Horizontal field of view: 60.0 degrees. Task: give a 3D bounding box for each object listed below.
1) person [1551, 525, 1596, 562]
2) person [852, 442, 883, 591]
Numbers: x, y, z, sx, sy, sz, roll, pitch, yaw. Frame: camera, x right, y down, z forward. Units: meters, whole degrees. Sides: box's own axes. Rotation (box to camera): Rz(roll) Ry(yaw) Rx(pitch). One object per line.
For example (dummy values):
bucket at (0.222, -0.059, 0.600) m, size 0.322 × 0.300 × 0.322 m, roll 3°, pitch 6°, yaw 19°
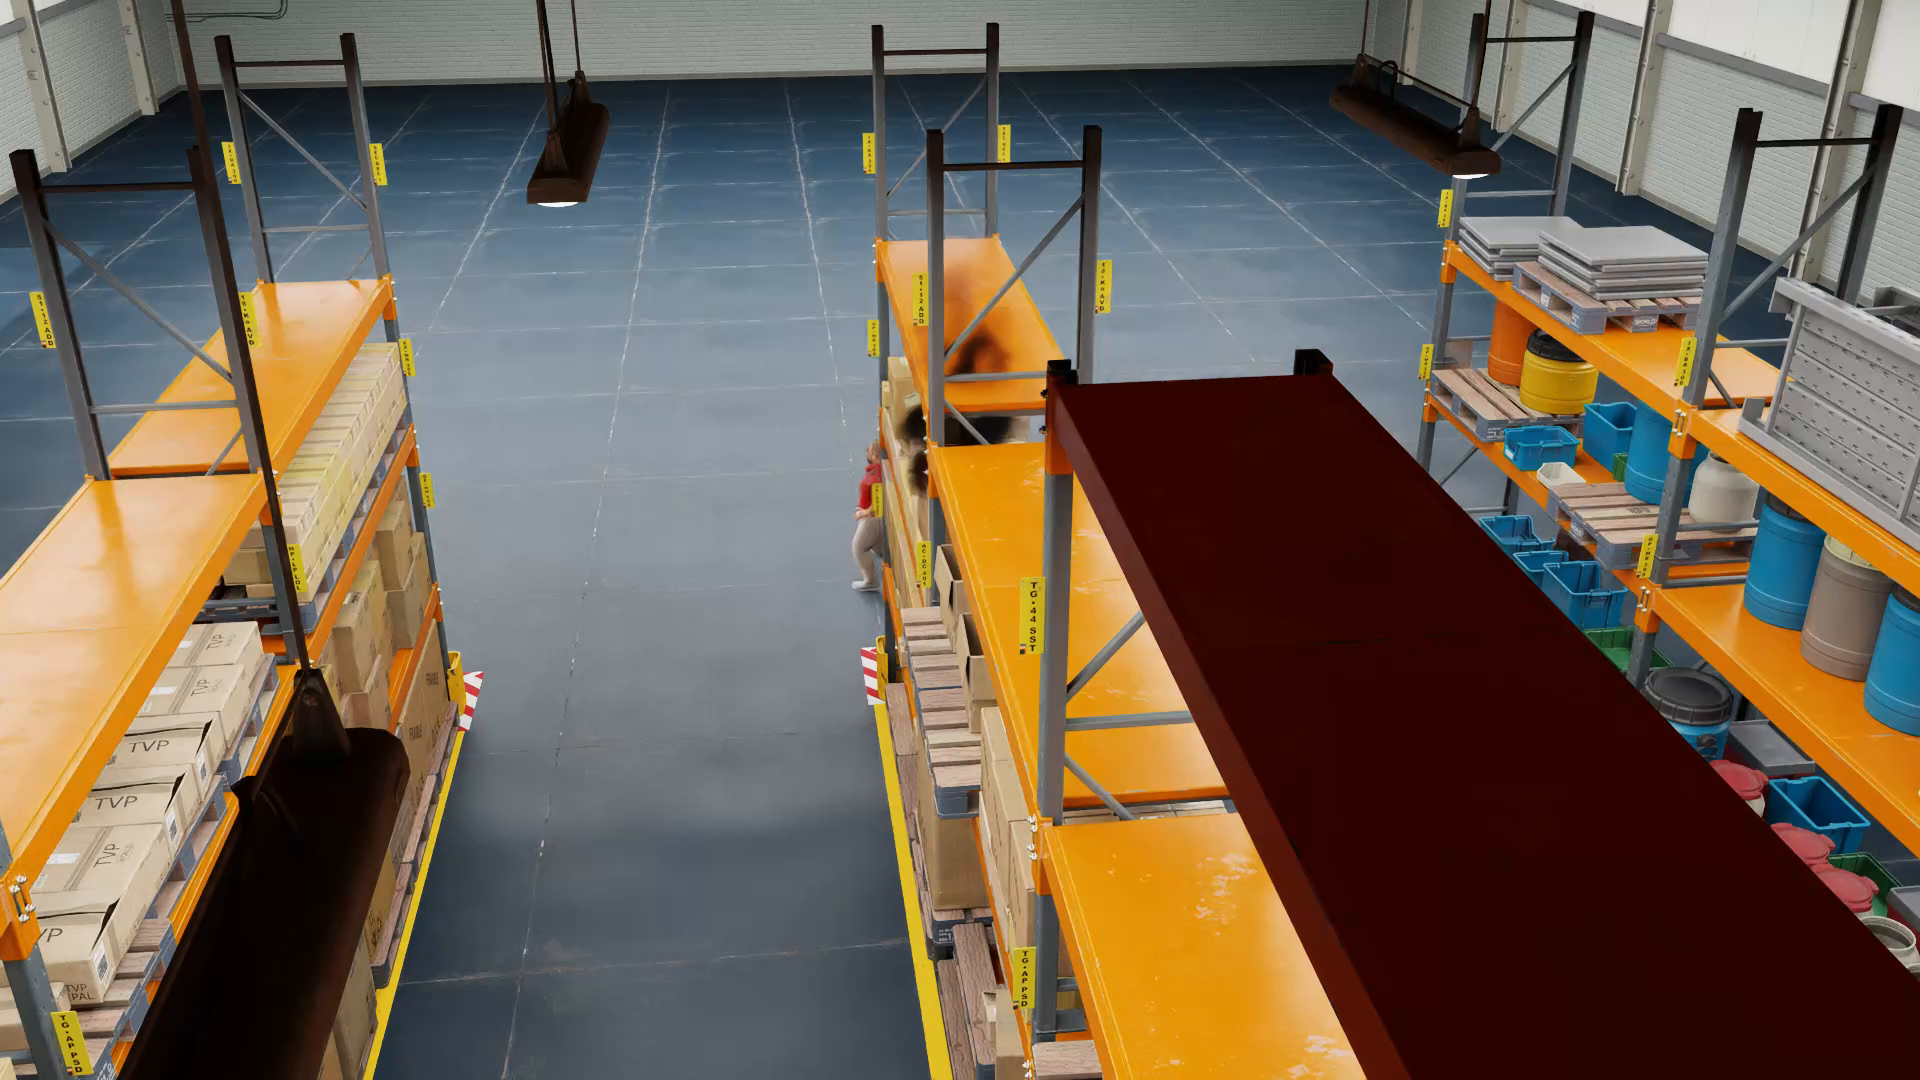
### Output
person at (5.957, 0.217, 16.070) m, size 0.704 × 1.741 × 0.598 m, roll -13°, pitch 29°, yaw -26°
person at (-0.798, -0.202, 17.007) m, size 0.748 × 1.710 × 0.665 m, roll 11°, pitch 27°, yaw 21°
